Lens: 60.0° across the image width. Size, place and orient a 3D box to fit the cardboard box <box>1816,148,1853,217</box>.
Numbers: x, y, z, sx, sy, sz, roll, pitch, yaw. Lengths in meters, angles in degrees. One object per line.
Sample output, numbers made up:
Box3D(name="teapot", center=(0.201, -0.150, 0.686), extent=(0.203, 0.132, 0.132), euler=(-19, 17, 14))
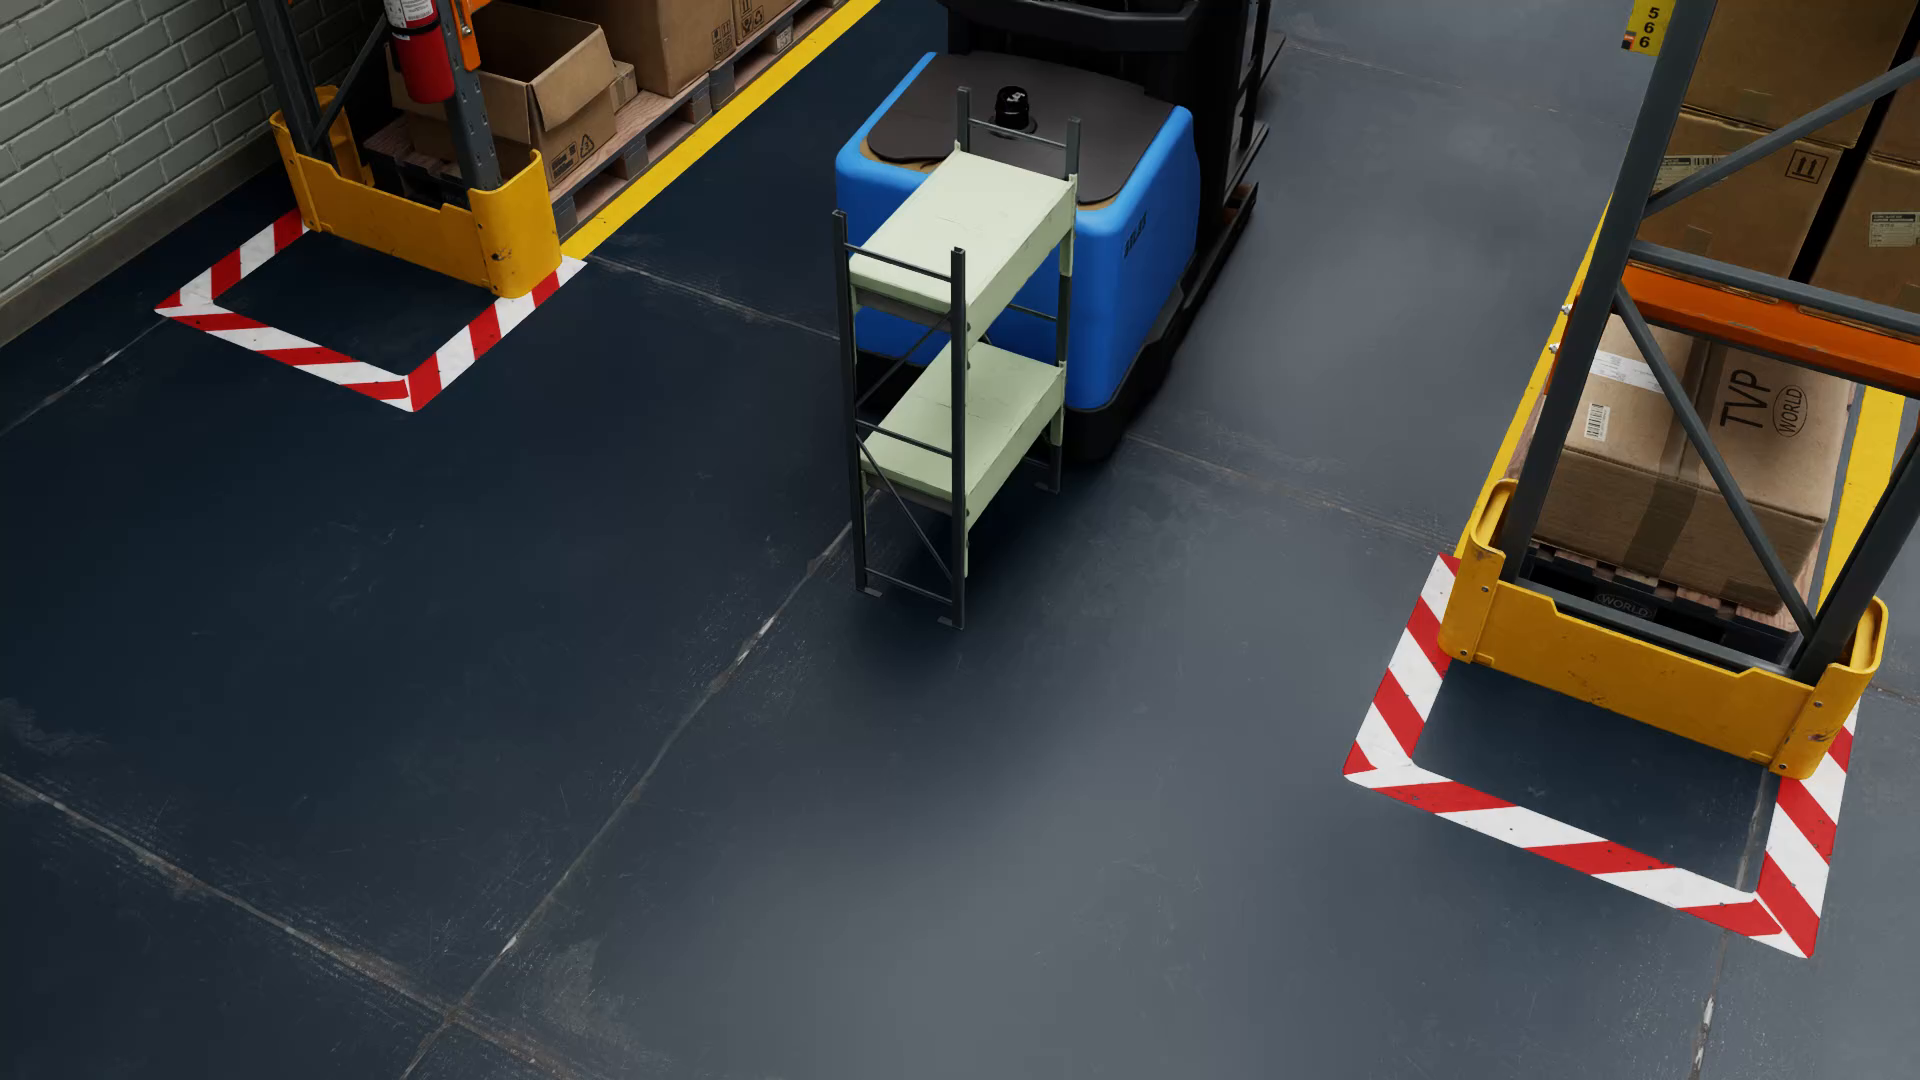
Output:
Box3D(name="cardboard box", center=(2.828, -1.198, 4.755), extent=(0.500, 0.500, 0.500), euler=(20, 49, 19))

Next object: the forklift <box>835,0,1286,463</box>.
Box3D(name="forklift", center=(0.616, -2.367, 6.029), extent=(1.130, 2.935, 3.031), euler=(17, 48, 16))

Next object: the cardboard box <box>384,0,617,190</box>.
Box3D(name="cardboard box", center=(-1.889, -1.888, 6.967), extent=(0.797, 0.503, 0.637), euler=(19, 48, 18))

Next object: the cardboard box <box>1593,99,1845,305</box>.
Box3D(name="cardboard box", center=(2.130, -1.054, 4.613), extent=(0.500, 0.500, 0.500), euler=(21, 49, 19))

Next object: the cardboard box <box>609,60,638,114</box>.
Box3D(name="cardboard box", center=(-1.658, -2.019, 7.345), extent=(0.380, 0.149, 0.250), euler=(19, 48, 18))

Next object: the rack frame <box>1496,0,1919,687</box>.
Box3D(name="rack frame", center=(2.141, -0.628, 4.261), extent=(1.000, 3.000, 0.127), euler=(20, 49, 19))

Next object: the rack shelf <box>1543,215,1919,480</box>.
Box3D(name="rack shelf", center=(3.069, -1.635, 5.763), extent=(1.077, 0.370, 4.000), euler=(20, 49, 19))

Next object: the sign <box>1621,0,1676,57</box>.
Box3D(name="sign", center=(1.667, -1.306, 3.951), extent=(0.100, 0.325, 0.005), euler=(20, 49, 19))

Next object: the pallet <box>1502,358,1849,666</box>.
Box3D(name="pallet", center=(2.443, -0.177, 5.777), extent=(1.003, 0.211, 1.213), euler=(20, 49, 19))

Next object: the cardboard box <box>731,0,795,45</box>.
Box3D(name="cardboard box", center=(-1.124, -2.713, 7.784), extent=(0.500, 0.500, 0.500), euler=(21, 49, 20))

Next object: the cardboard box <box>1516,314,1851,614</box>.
Box3D(name="cardboard box", center=(2.359, -0.324, 5.467), extent=(0.875, 0.438, 0.875), euler=(19, 48, 18))

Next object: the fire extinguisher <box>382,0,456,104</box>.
Box3D(name="fire extinguisher", center=(-1.916, -1.861, 5.797), extent=(0.296, 0.674, 0.183), euler=(20, 49, 19))

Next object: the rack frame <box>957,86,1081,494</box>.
Box3D(name="rack frame", center=(0.173, -0.762, 5.449), extent=(0.400, 1.500, 0.023), euler=(20, 49, 19))

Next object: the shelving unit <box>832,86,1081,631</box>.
Box3D(name="shelving unit", center=(0.003, -0.531, 5.221), extent=(0.431, 1.500, 0.755), euler=(20, 49, 19))

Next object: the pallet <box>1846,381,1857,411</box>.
Box3D(name="pallet", center=(3.010, -0.943, 6.533), extent=(1.003, 0.211, 1.213), euler=(20, 49, 19))

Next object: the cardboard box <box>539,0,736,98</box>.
Box3D(name="cardboard box", center=(-1.458, -2.413, 7.488), extent=(0.700, 0.500, 0.500), euler=(22, 49, 21))

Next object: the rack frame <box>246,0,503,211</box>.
Box3D(name="rack frame", center=(-2.257, -2.264, 5.879), extent=(1.000, 3.000, 0.127), euler=(20, 49, 19))

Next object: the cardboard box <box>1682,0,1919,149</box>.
Box3D(name="cardboard box", center=(2.154, -1.397, 4.248), extent=(0.500, 0.500, 0.500), euler=(22, 49, 20))

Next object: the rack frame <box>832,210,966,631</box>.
Box3D(name="rack frame", center=(-0.167, -0.301, 4.993), extent=(0.400, 1.500, 0.023), euler=(20, 49, 19))

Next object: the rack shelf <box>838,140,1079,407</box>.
Box3D(name="rack shelf", center=(0.003, -0.806, 4.943), extent=(0.431, 0.370, 0.720), euler=(20, 49, 19))

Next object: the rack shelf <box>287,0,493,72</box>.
Box3D(name="rack shelf", center=(-1.329, -3.271, 7.380), extent=(1.077, 0.370, 4.000), euler=(20, 49, 19))

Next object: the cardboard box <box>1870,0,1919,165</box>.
Box3D(name="cardboard box", center=(2.616, -1.223, 4.076), extent=(0.500, 0.500, 0.500), euler=(19, 48, 18))

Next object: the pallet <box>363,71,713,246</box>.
Box3D(name="pallet", center=(-1.853, -1.834, 7.415), extent=(1.003, 0.211, 1.213), euler=(20, 49, 19))

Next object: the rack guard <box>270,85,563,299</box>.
Box3D(name="rack guard", center=(-2.222, -1.433, 6.815), extent=(1.175, 0.500, 0.348), euler=(20, 49, 19))

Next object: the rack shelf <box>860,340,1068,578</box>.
Box3D(name="rack shelf", center=(0.003, -0.302, 5.453), extent=(0.431, 0.370, 0.720), euler=(20, 49, 19))

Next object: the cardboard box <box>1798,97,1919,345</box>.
Box3D(name="cardboard box", center=(2.618, -0.871, 4.431), extent=(0.500, 0.500, 0.500), euler=(20, 49, 19))

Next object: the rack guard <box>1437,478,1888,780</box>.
Box3D(name="rack guard", center=(2.130, 0.266, 5.136), extent=(1.175, 0.500, 0.348), euler=(20, 49, 19))

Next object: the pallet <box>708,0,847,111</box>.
Box3D(name="pallet", center=(-1.285, -2.600, 8.171), extent=(1.003, 0.211, 1.213), euler=(20, 49, 19))
